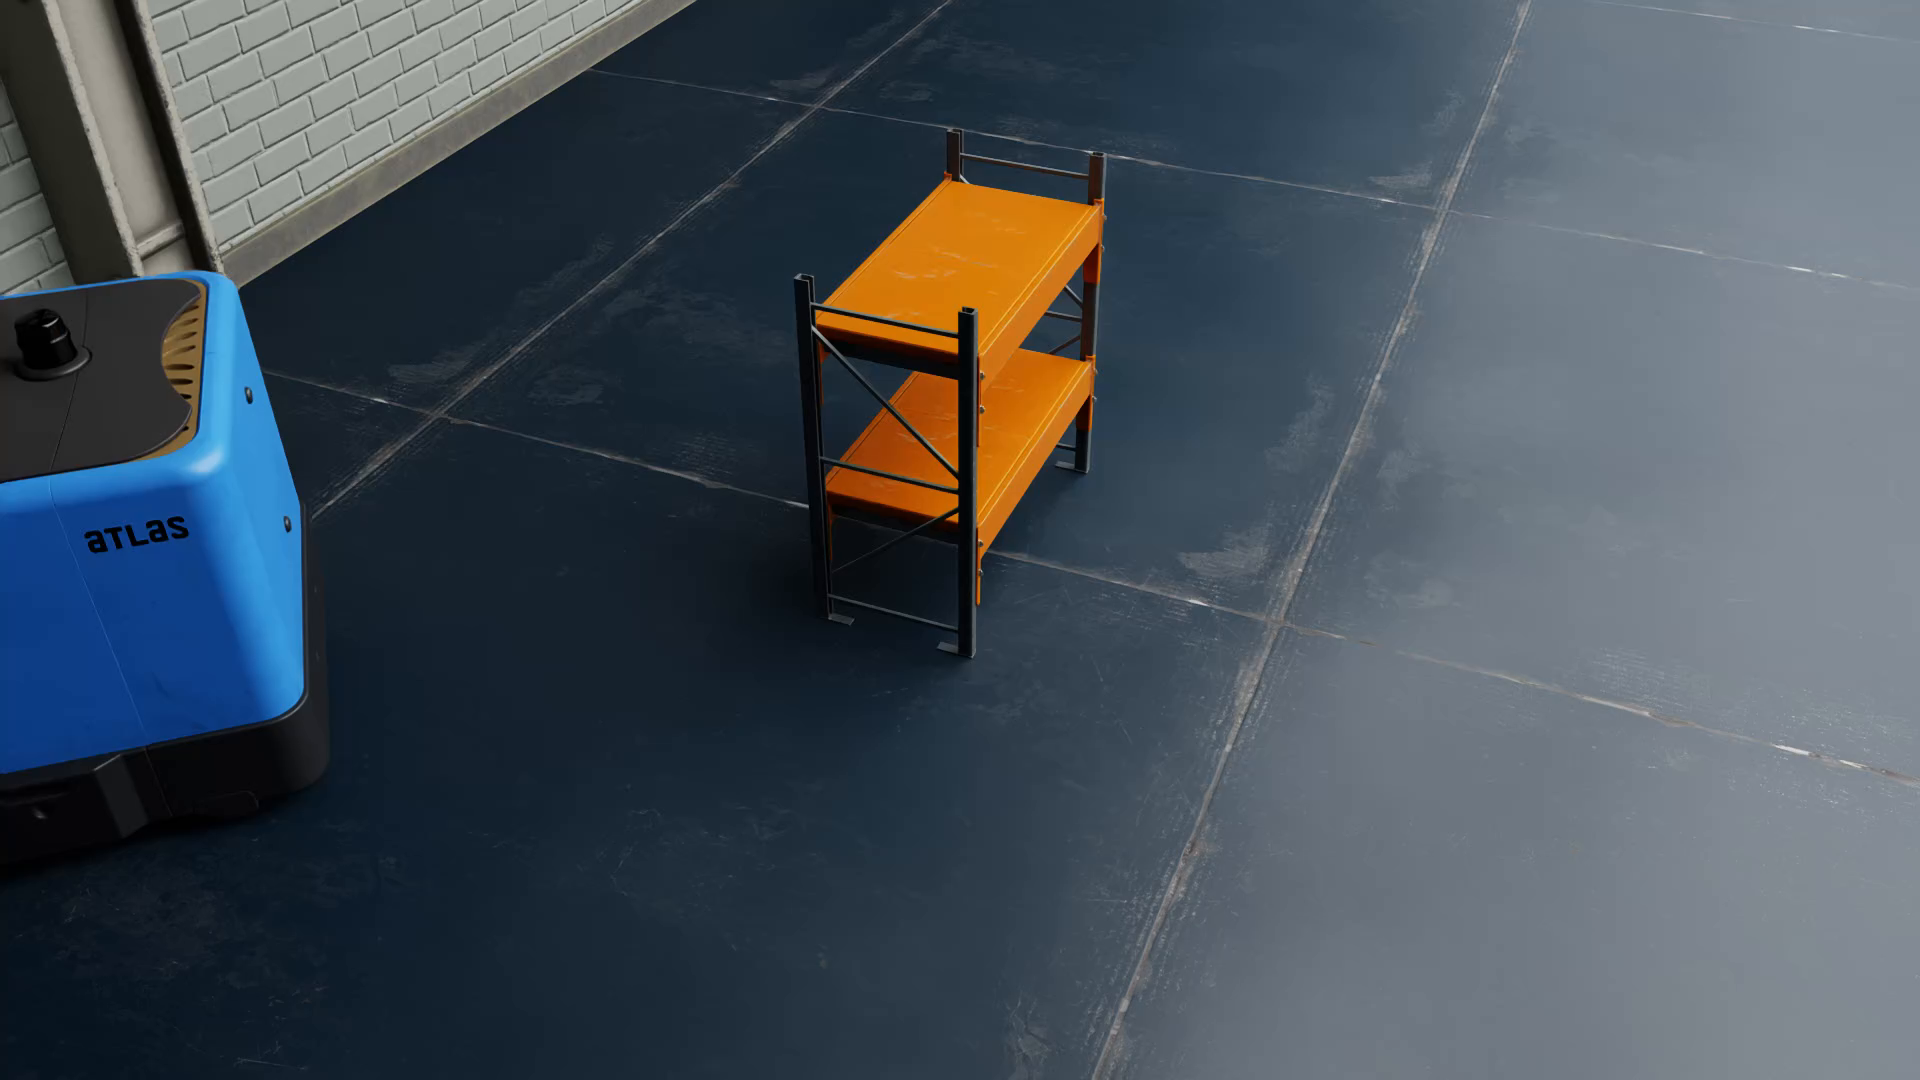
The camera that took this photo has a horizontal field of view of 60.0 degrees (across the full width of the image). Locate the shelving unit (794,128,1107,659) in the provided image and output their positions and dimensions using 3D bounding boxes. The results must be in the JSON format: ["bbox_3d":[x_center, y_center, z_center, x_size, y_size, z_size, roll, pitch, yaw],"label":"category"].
[{"bbox_3d":[0.003,-0.454,4.918,0.538,1.125,1.048,14,39,18],"label":"shelving unit"}]

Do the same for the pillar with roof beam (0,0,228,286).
[{"bbox_3d":[1.057,-3.333,2.192,9.100,9.000,0.400,14,39,18],"label":"pillar with roof beam"}]

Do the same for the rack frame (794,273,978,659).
[{"bbox_3d":[-0.191,-0.173,4.542,0.500,1.125,0.032,14,39,18],"label":"rack frame"}]

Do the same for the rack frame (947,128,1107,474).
[{"bbox_3d":[0.196,-0.736,5.295,0.500,1.125,0.032,14,39,18],"label":"rack frame"}]

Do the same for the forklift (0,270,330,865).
[{"bbox_3d":[-3.224,-0.502,3.474,3.031,2.935,1.130,-11,38,-14],"label":"forklift"}]

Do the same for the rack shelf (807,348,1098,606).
[{"bbox_3d":[0.003,-0.258,5.065,0.538,0.278,1.000,14,39,18],"label":"rack shelf"}]

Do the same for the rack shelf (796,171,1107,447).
[{"bbox_3d":[0.003,-0.689,4.743,0.538,0.278,1.000,14,39,18],"label":"rack shelf"}]
